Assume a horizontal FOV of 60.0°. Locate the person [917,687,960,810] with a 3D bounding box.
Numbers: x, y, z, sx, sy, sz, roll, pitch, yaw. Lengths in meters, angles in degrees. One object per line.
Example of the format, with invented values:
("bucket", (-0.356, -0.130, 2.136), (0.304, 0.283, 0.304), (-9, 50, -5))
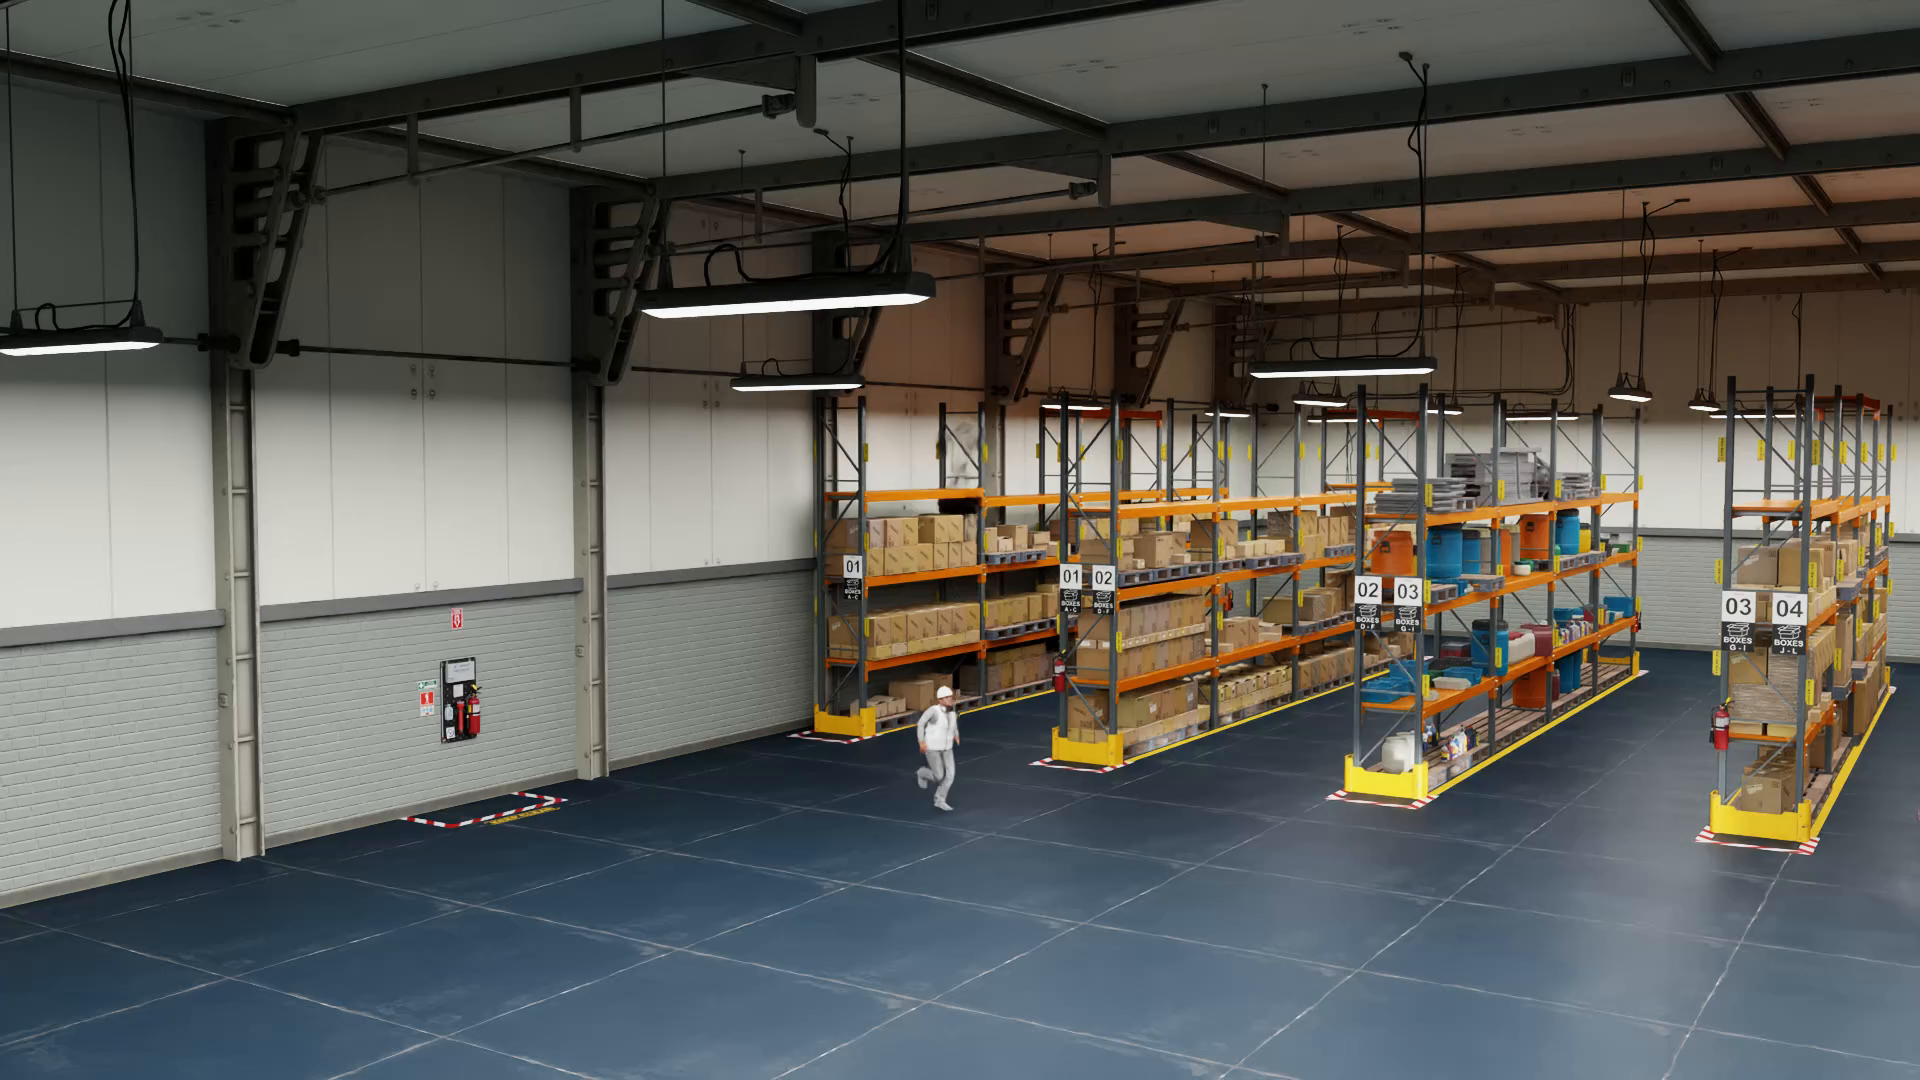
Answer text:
("person", (-0.327, 2.925, 23.518), (0.684, 1.737, 0.705), (-3, 4, -40))
